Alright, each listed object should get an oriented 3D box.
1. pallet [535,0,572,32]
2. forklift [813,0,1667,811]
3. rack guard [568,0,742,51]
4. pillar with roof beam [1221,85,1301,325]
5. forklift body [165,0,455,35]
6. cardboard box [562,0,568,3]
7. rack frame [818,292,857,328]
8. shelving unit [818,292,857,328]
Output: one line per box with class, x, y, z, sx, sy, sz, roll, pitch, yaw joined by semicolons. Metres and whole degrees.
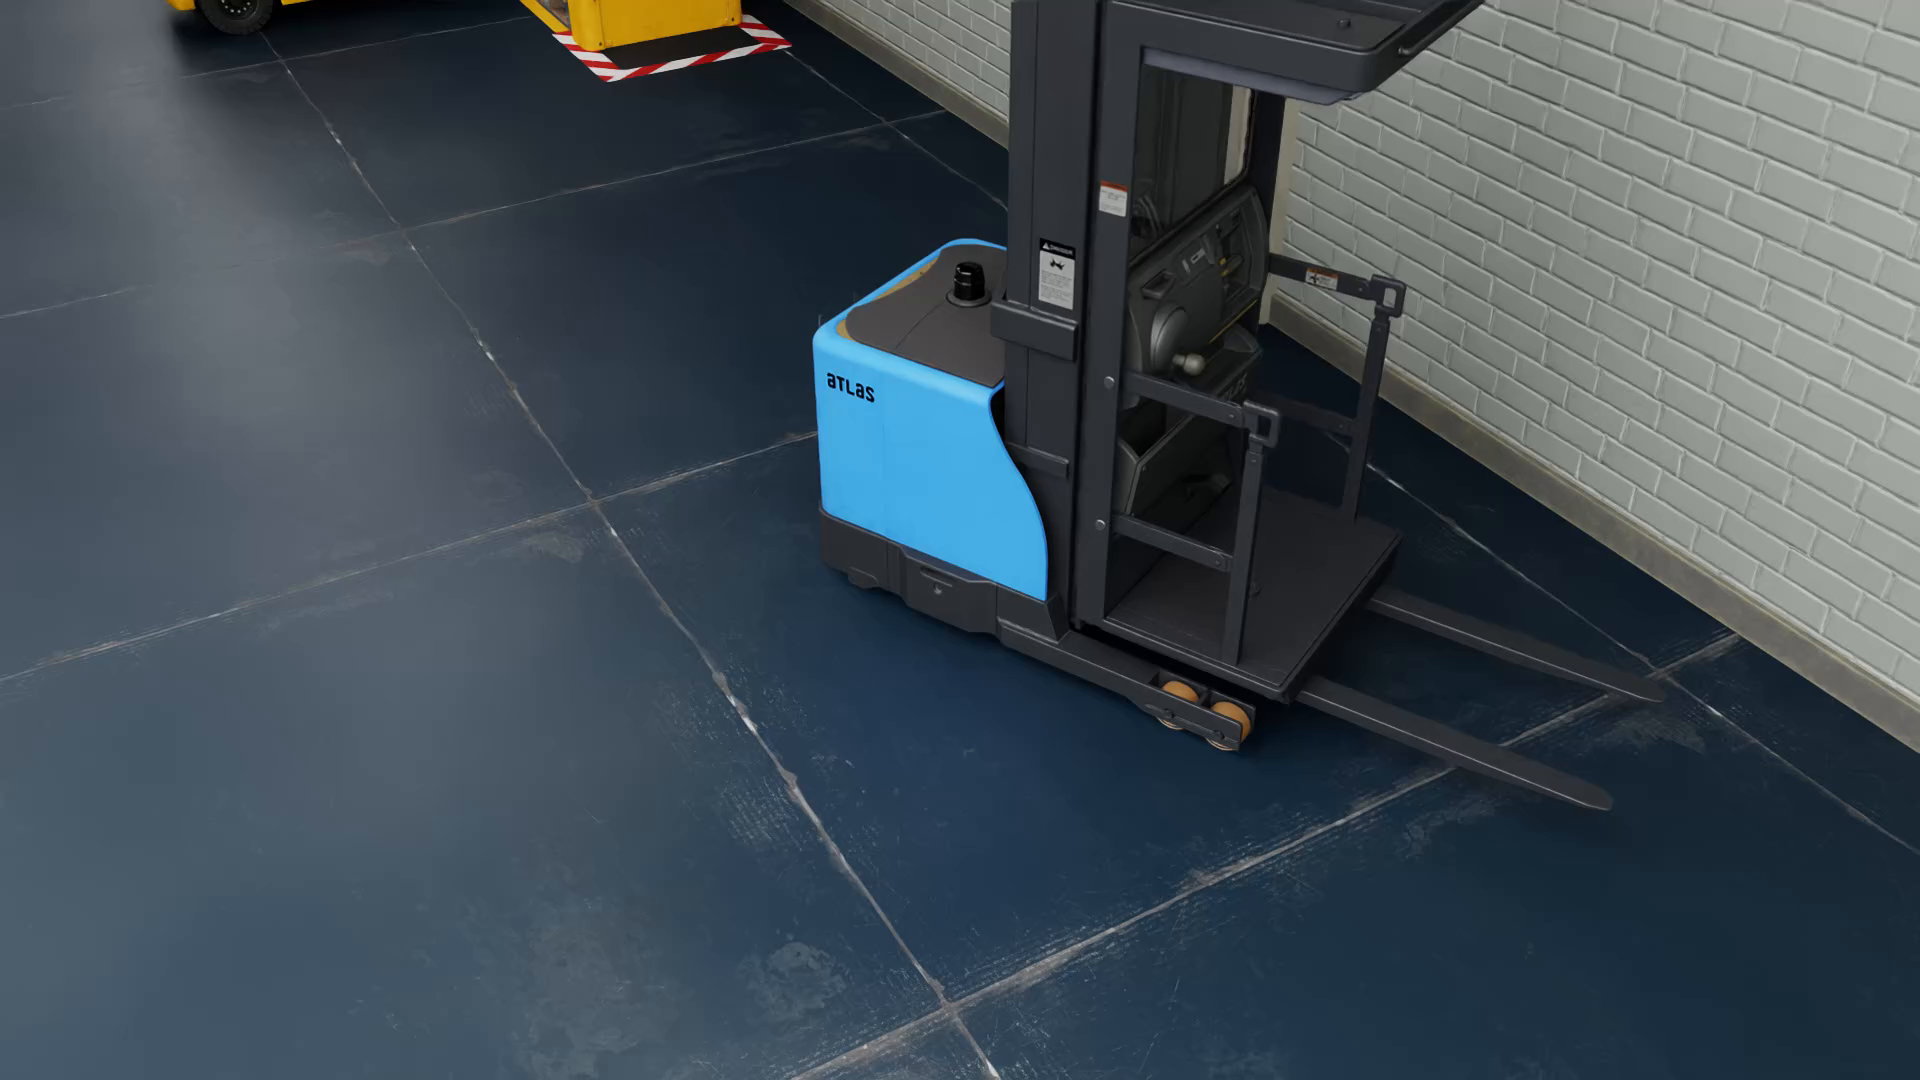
pallet;-2.541;-4.042;12.106;1.003;0.211;1.213;-19;40;-24
forklift;0.962;-0.815;5.381;3.031;2.935;1.130;22;41;27
rack guard;-2.108;-3.769;11.487;1.175;0.500;0.348;-19;40;-24
pillar with roof beam;-2.399;-3.500;3.913;9.100;9.000;0.400;-19;40;-24
forklift body;-4.650;-4.875;11.601;2.313;2.155;1.214;-19;40;-24
cardboard box;-2.629;-3.996;11.653;0.500;0.250;0.500;-19;40;-24
rack frame;-0.476;-0.556;6.749;0.006;0.900;0.240;22;41;27
shelving unit;-0.392;-0.523;6.703;0.210;0.900;0.258;22;41;27
